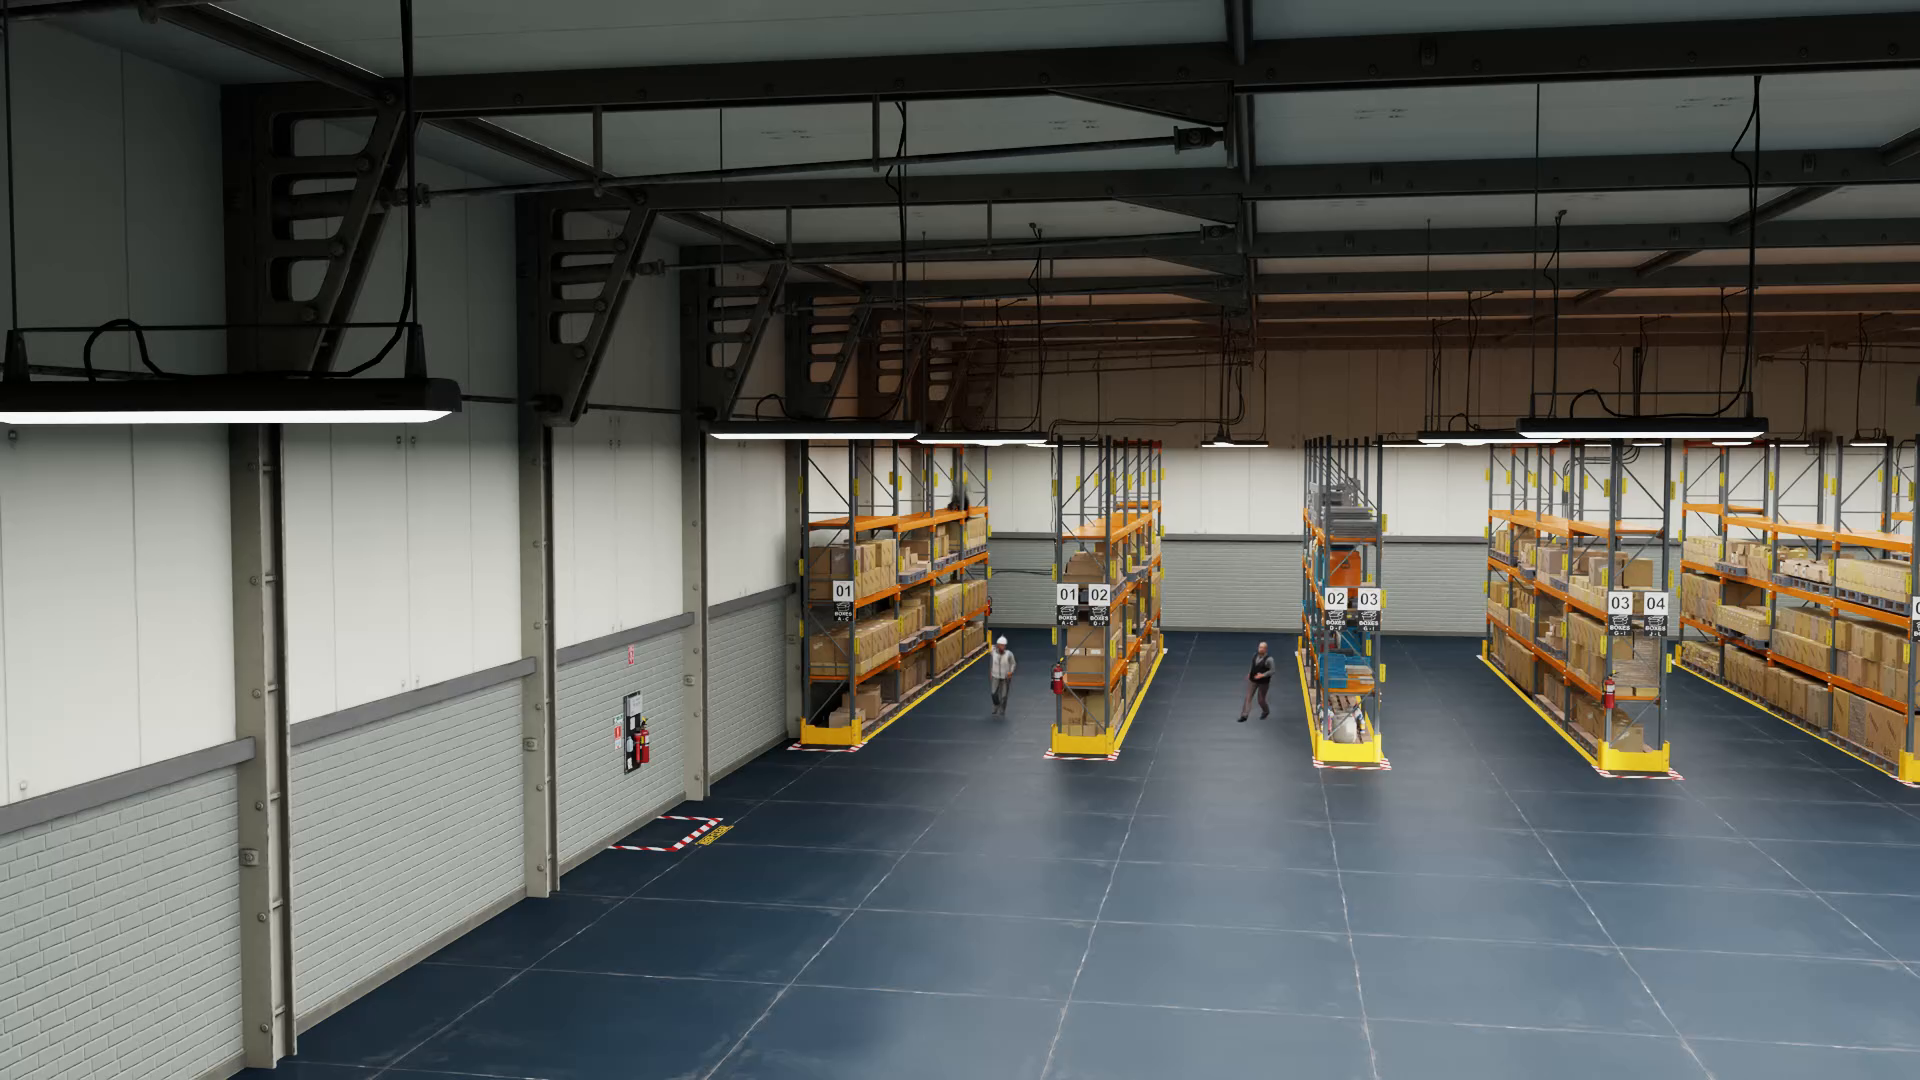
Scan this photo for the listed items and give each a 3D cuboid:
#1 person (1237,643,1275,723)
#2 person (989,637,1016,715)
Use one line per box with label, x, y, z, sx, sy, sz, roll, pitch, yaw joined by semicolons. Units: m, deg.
person;6.260;2.962;34.666;0.695;1.660;1.015;2;4;38
person;0.884;2.921;35.586;0.620;1.717;0.791;1;3;10
